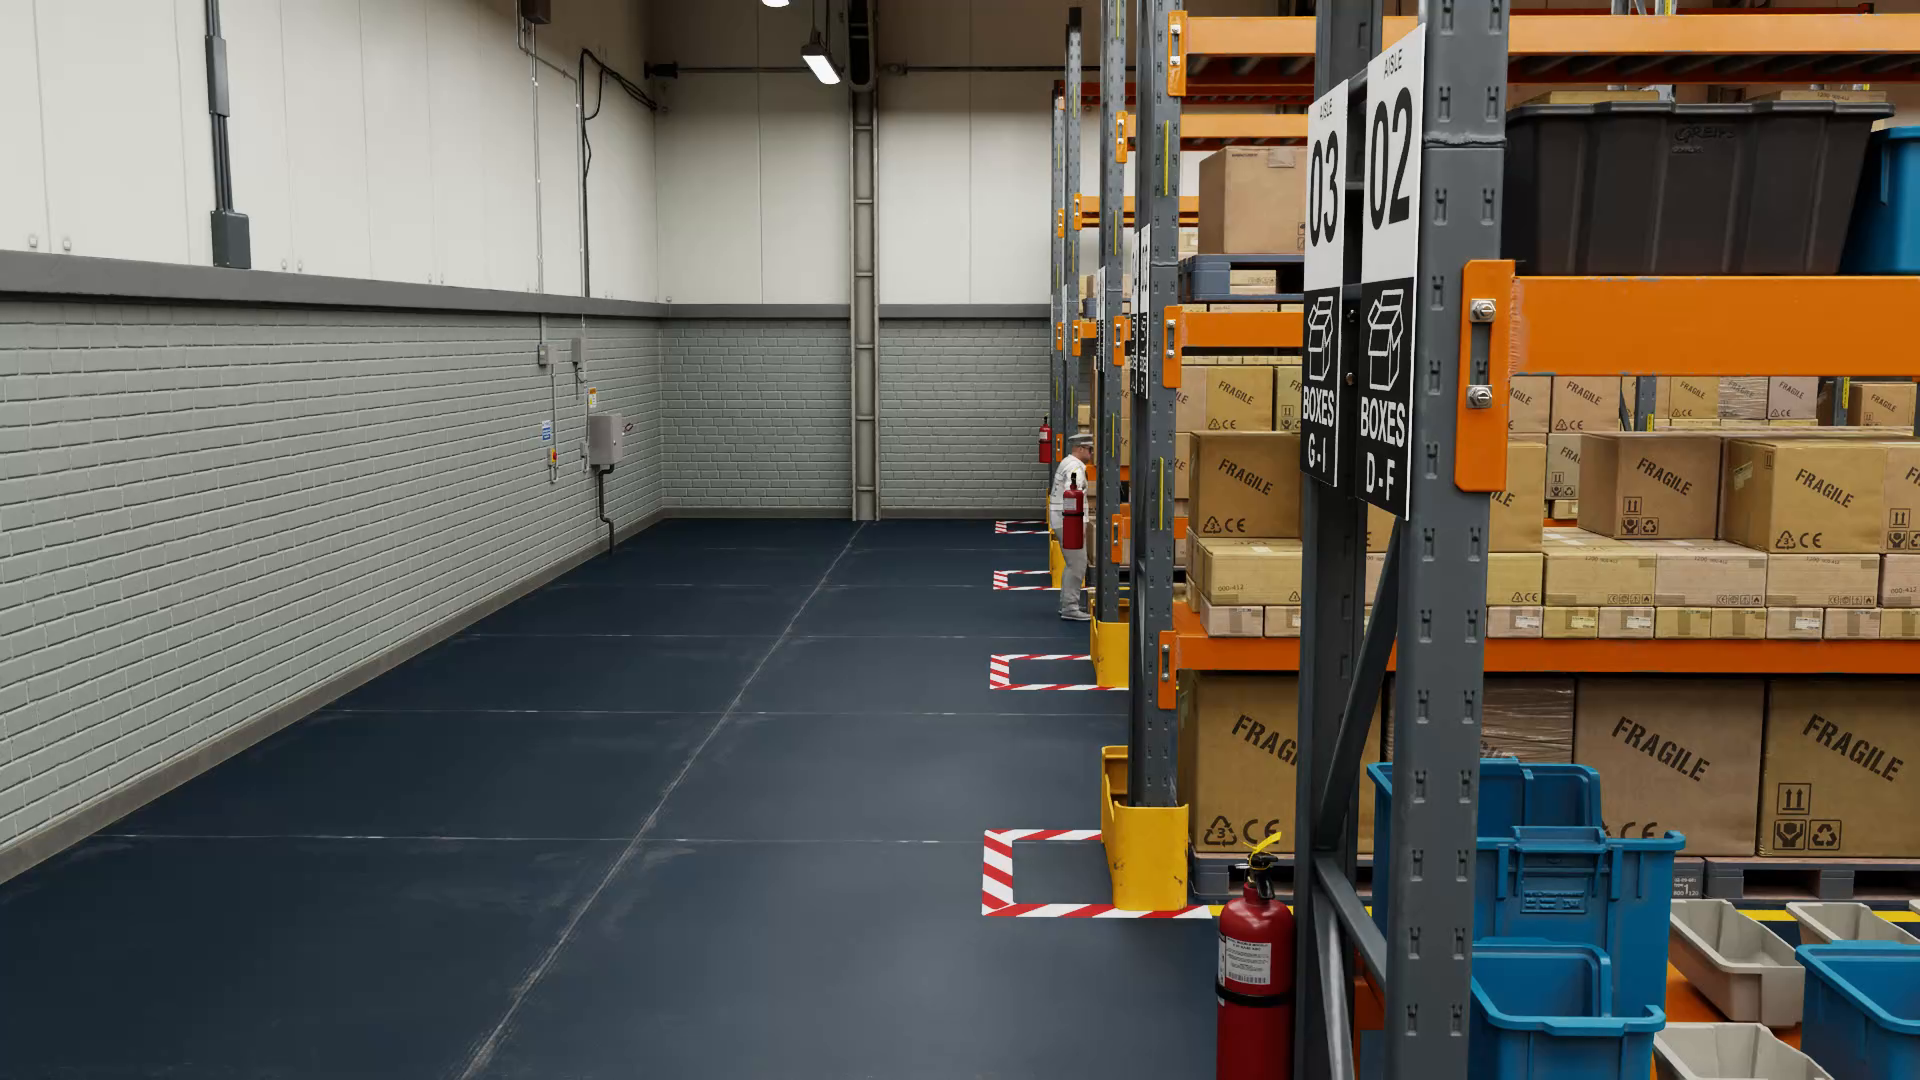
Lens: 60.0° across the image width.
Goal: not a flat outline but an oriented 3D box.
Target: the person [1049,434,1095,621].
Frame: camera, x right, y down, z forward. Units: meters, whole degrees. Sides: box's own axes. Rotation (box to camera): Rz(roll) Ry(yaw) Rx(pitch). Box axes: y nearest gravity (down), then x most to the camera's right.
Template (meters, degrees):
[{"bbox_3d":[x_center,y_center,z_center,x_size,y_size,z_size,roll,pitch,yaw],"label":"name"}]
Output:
[{"bbox_3d":[1.068,-0.135,15.811,0.432,1.748,0.585,0,7,1],"label":"person"}]
